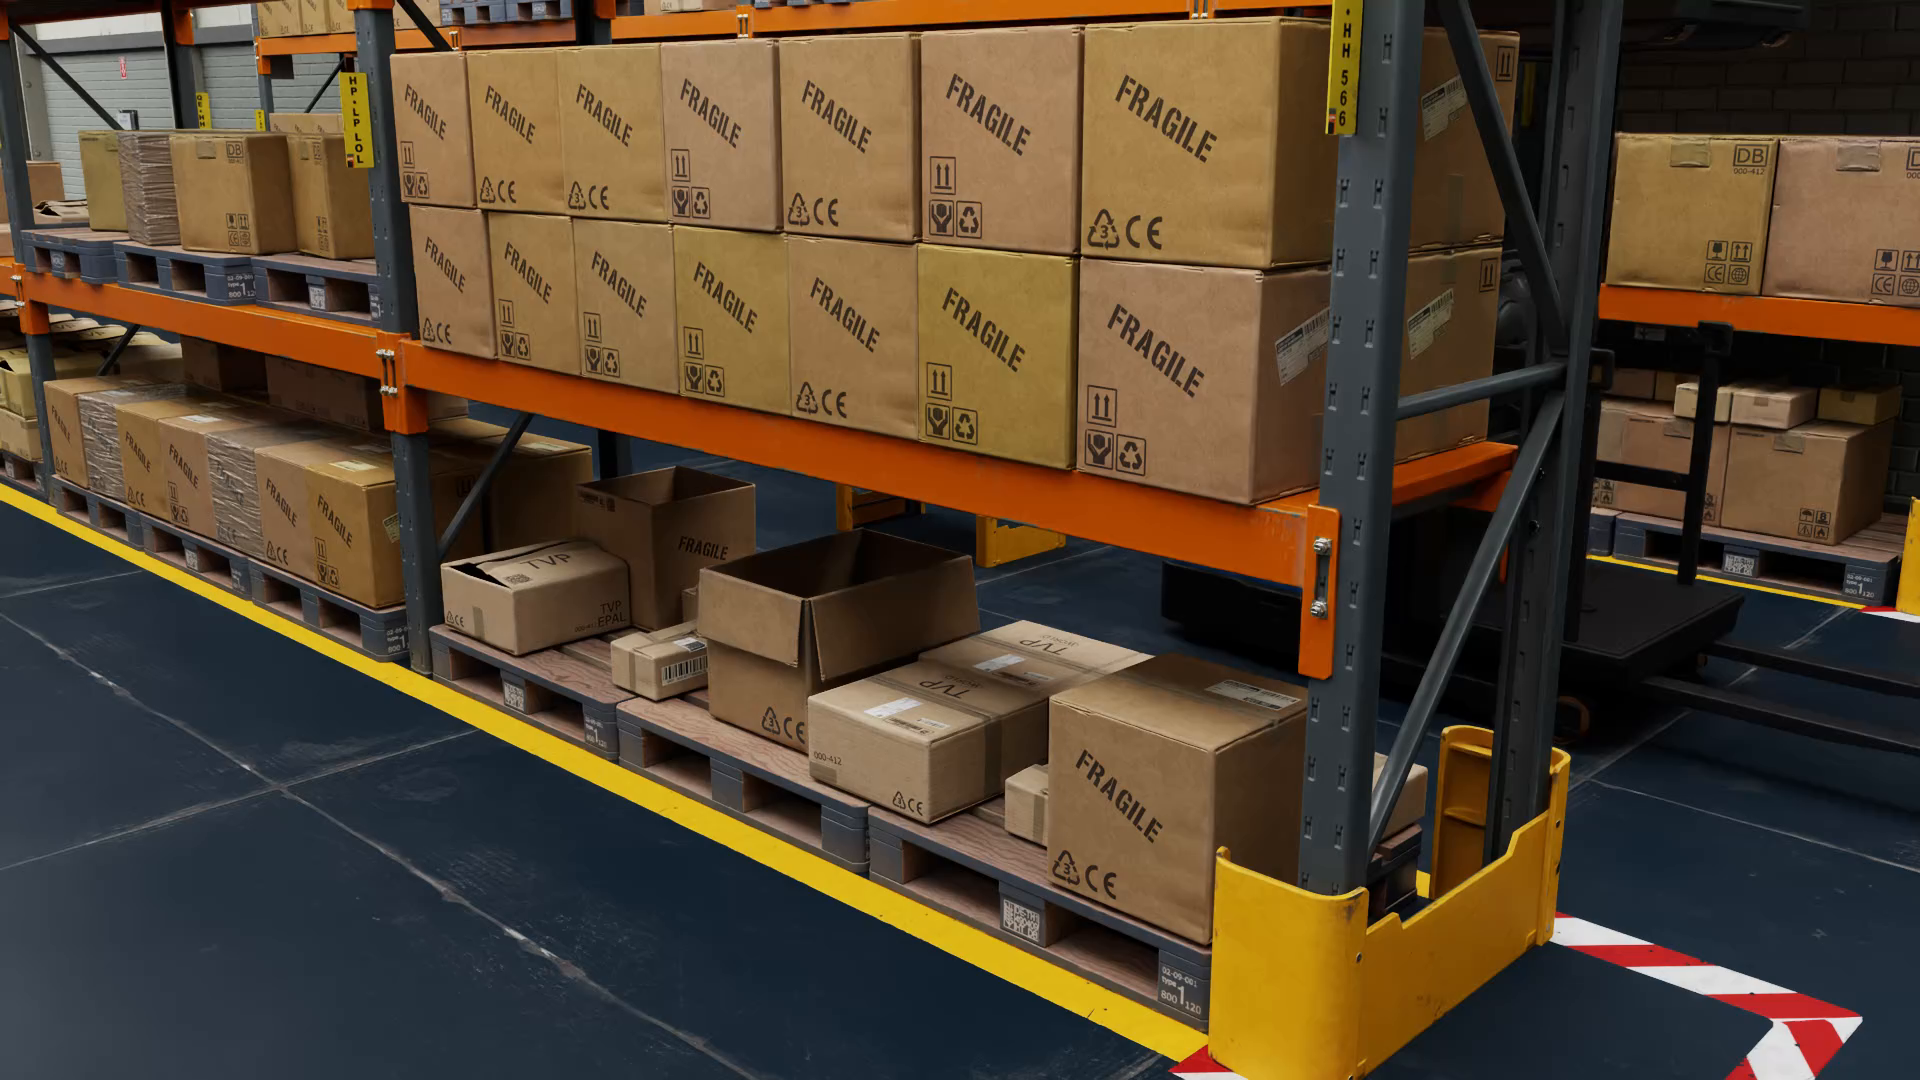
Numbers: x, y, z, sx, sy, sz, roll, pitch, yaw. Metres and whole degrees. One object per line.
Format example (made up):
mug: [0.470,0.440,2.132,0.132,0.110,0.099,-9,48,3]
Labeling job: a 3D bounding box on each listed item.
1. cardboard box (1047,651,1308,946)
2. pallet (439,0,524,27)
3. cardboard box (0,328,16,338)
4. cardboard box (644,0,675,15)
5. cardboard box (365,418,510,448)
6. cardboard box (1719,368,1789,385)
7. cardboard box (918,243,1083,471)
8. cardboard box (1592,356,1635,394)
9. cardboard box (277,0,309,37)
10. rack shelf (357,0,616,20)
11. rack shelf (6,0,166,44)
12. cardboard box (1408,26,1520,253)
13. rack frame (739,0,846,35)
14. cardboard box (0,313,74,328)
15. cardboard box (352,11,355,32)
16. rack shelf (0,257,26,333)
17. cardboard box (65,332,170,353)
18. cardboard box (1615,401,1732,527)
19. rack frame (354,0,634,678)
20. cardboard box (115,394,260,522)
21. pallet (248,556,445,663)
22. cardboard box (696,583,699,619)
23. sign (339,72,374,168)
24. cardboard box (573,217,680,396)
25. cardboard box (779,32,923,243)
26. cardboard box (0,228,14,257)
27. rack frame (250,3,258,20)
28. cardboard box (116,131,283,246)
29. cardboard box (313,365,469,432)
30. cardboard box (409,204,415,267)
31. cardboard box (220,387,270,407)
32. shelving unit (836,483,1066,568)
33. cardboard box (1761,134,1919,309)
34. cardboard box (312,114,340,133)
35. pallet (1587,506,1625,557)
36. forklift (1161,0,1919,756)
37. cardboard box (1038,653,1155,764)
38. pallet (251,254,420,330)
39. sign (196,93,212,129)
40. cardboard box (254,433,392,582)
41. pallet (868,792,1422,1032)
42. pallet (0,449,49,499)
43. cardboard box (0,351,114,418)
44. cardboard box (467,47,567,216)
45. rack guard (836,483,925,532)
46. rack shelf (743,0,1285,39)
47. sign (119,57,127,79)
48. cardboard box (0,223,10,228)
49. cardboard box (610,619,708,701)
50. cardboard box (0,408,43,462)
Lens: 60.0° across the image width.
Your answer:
cardboard box: [0.570,0.624,4.172,0.500,0.500,0.500,14,20,42]
pallet: [-3.700,-4.555,14.388,1.003,0.211,1.213,14,20,42]
cardboard box: [-6.274,-1.180,10.519,0.500,0.311,0.500,-14,20,-43]
cardboard box: [-2.060,-4.377,13.087,0.797,0.503,0.637,-11,18,-37]
cardboard box: [-2.318,-0.245,7.510,0.500,0.500,0.500,14,20,43]
cardboard box: [3.858,-0.736,8.148,0.250,0.149,0.380,14,20,42]
cardboard box: [0.245,-0.489,4.163,0.500,0.500,0.500,14,20,43]
cardboard box: [3.309,-0.870,8.658,0.250,0.149,0.380,14,20,43]
cardboard box: [-6.521,-5.327,16.741,0.500,0.500,0.500,-13,19,-41]
rack shelf: [-0.308,-1.775,4.774,4.000,0.370,1.077,14,20,42]
rack shelf: [-6.067,-3.175,10.148,4.000,0.370,1.077,14,20,42]
cardboard box: [0.996,-0.980,4.061,0.500,0.500,0.500,-14,20,-42]
rack frame: [-1.191,-2.622,12.545,0.127,3.000,1.000,14,20,42]
cardboard box: [-6.279,-1.370,11.247,0.500,0.311,0.500,14,20,42]
cardboard box: [-5.386,-5.056,15.700,0.500,0.500,0.500,13,19,40]
rack shelf: [-6.067,-1.724,10.526,4.000,0.370,1.077,14,20,42]
cardboard box: [-5.184,-1.101,10.218,0.500,0.311,0.500,13,19,41]
cardboard box: [3.634,-0.407,8.170,0.500,0.500,0.700,14,20,42]
rack frame: [-1.747,-1.022,6.405,0.127,3.000,1.000,14,20,42]
cardboard box: [-3.759,-0.414,8.159,0.500,0.500,0.500,13,20,41]
pallet: [-2.359,0.192,7.277,1.213,0.211,1.003,14,20,42]
cardboard box: [-0.600,0.246,6.000,0.500,0.311,0.500,14,20,42]
sign: [-2.130,-1.481,5.870,0.005,0.325,0.100,14,20,42]
cardboard box: [-0.840,-0.755,5.181,0.500,0.500,0.500,14,20,42]
cardboard box: [-0.120,-1.060,4.371,0.500,0.500,0.500,-14,20,-43]
cardboard box: [-5.466,-1.708,9.535,0.250,0.149,0.380,14,20,42]
rack frame: [-6.950,-6.925,17.162,0.127,3.000,1.000,14,20,42]
cardboard box: [-3.569,-1.689,7.934,0.700,0.500,0.500,-10,18,-34]
cardboard box: [-2.646,-0.692,7.737,0.500,0.250,0.500,14,20,42]
cardboard box: [-1.933,-1.397,6.814,0.500,0.500,0.700,7,16,24]
cardboard box: [-3.418,-0.514,8.539,0.500,0.500,0.500,13,19,40]
shelving unit: [-0.055,-0.739,8.294,1.083,1.500,0.587,14,20,42]
cardboard box: [4.194,-1.454,7.469,0.980,0.700,0.700,-13,20,-42]
cardboard box: [-6.099,-4.004,16.620,0.500,0.500,0.500,13,19,40]
pallet: [3.064,-0.211,8.825,1.213,0.211,1.003,14,20,42]
forklift: [2.237,-0.860,5.921,3.031,2.935,1.130,14,20,43]
cardboard box: [0.578,0.562,4.908,0.500,0.250,0.500,14,20,42]
pallet: [-2.247,-1.089,7.042,1.213,0.211,1.003,14,20,42]
sign: [-4.257,-2.344,9.340,0.005,0.325,0.100,14,20,42]
cardboard box: [-2.652,-0.148,7.134,0.500,0.500,0.500,14,20,42]
pallet: [0.503,0.875,4.656,1.213,0.211,1.003,14,20,42]
pallet: [-5.192,-0.524,10.023,1.213,0.211,1.003,14,20,42]
cardboard box: [-5.175,-0.913,9.495,0.500,0.311,0.500,-14,20,-43]
cardboard box: [-1.232,-1.330,5.408,0.500,0.500,0.500,13,19,40]
rack guard: [-0.413,-0.221,8.786,0.087,0.250,0.587,14,20,42]
rack shelf: [0.249,-3.375,10.914,4.000,0.370,1.077,14,20,42]
sign: [-11.854,-6.687,23.550,0.199,0.298,0.001,14,20,42]
cardboard box: [-5.584,-1.813,9.941,0.380,0.149,0.250,-13,19,-40]
cardboard box: [-0.966,0.399,5.700,0.250,0.166,0.380,14,20,42]
cardboard box: [-5.175,-0.642,9.569,0.500,0.250,0.500,-14,20,-43]
